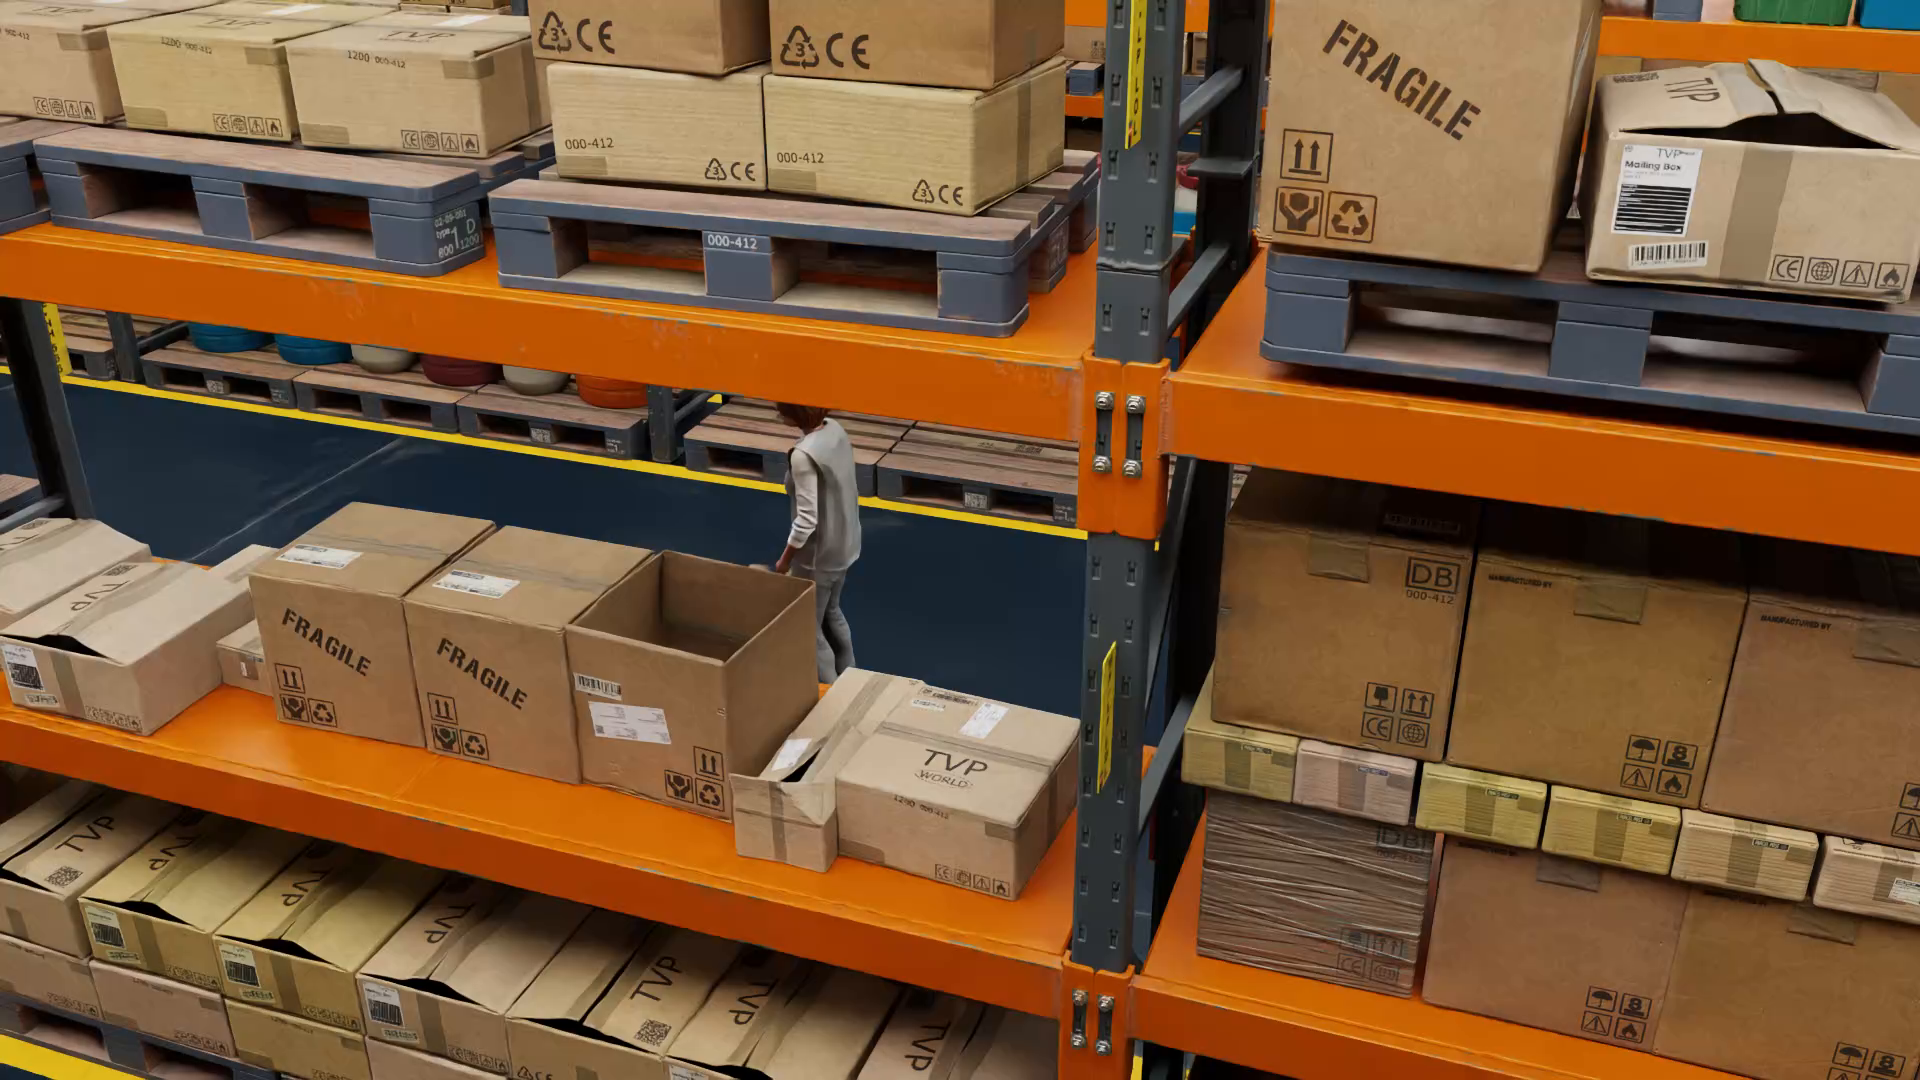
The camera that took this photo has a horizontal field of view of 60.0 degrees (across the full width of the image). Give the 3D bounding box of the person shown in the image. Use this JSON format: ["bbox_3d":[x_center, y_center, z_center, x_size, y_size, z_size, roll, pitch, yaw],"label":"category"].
[{"bbox_3d":[-0.595,0.056,7.005,0.341,1.598,0.452,8,27,16],"label":"person"}]
